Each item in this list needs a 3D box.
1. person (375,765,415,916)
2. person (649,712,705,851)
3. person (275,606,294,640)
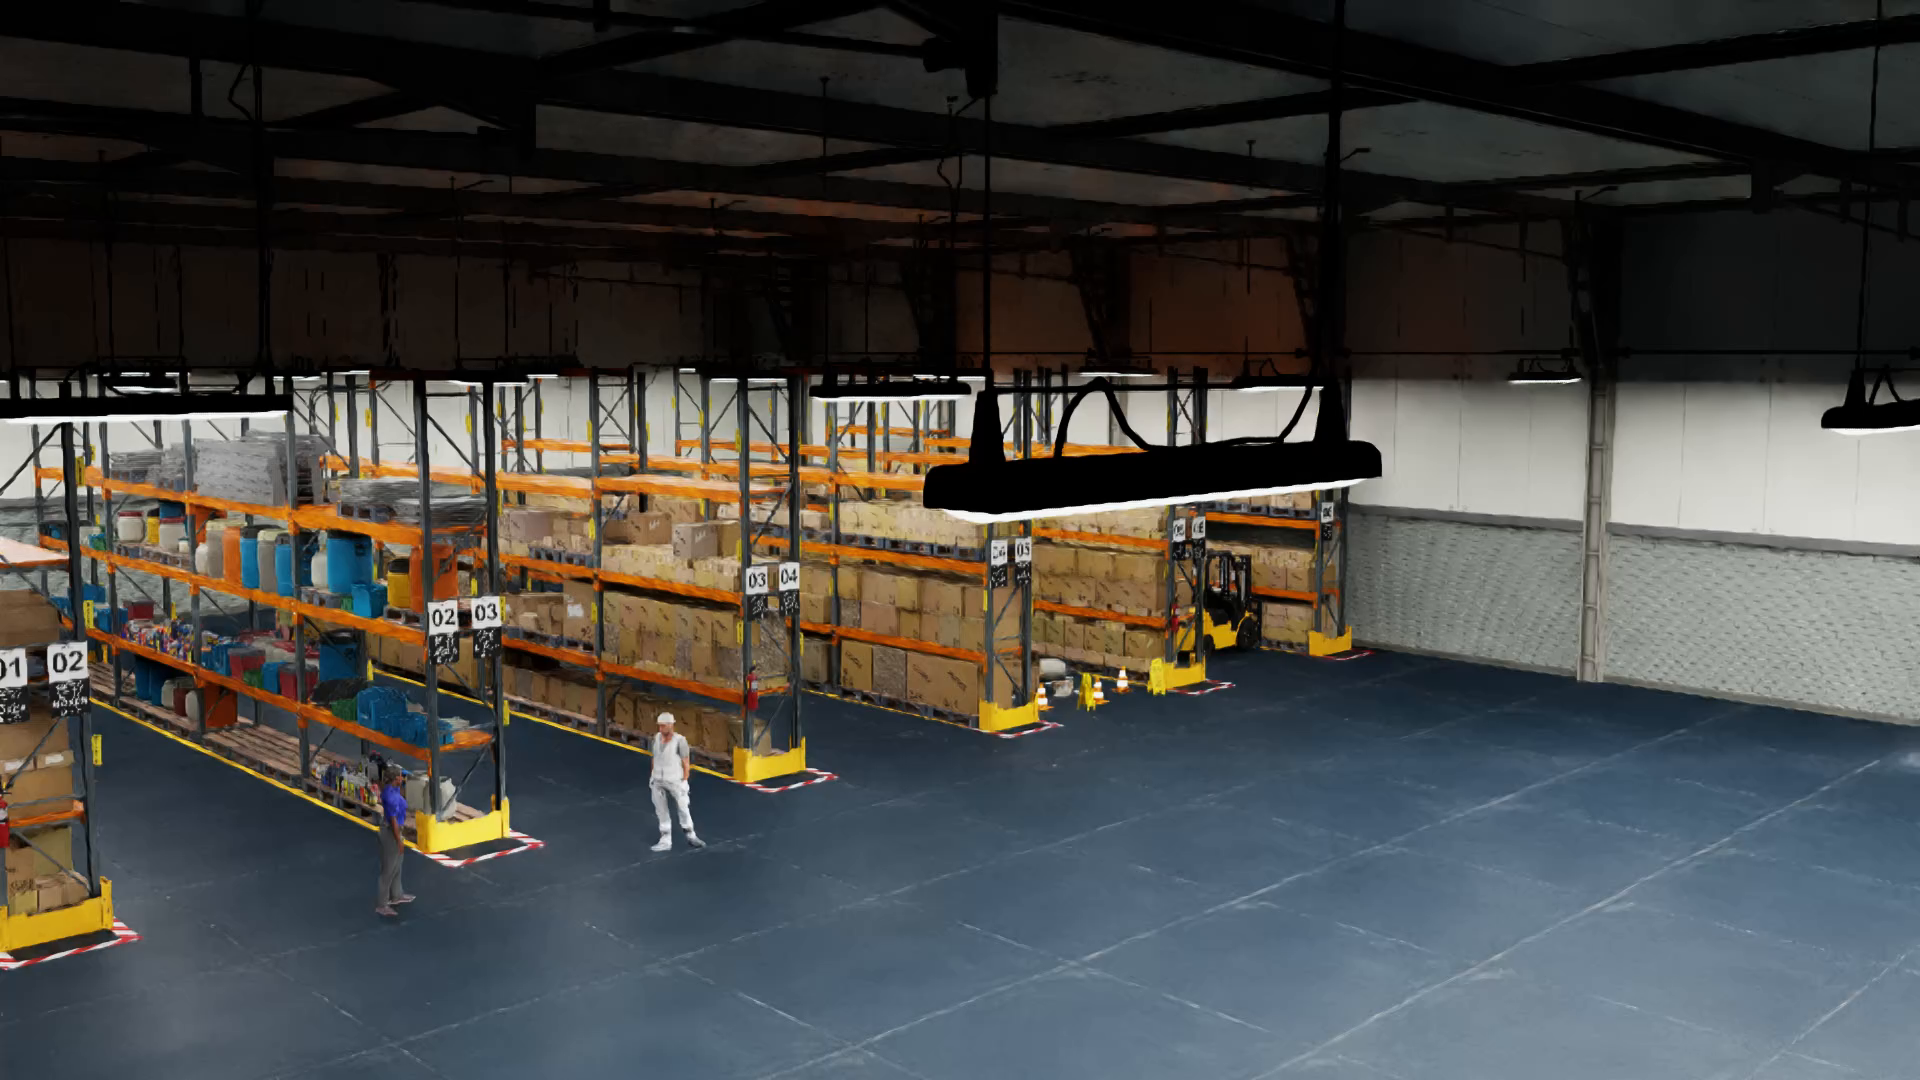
[{"bbox_3d":[-6.435,3.381,18.879,0.451,1.649,0.579,-3,7,-22],"label":"person"},{"bbox_3d":[-3.643,3.065,21.201,0.732,1.787,0.477,2,7,15],"label":"person"},{"bbox_3d":[-13.656,1.707,33.857,1.110,1.591,0.445,6,9,43],"label":"person"}]
